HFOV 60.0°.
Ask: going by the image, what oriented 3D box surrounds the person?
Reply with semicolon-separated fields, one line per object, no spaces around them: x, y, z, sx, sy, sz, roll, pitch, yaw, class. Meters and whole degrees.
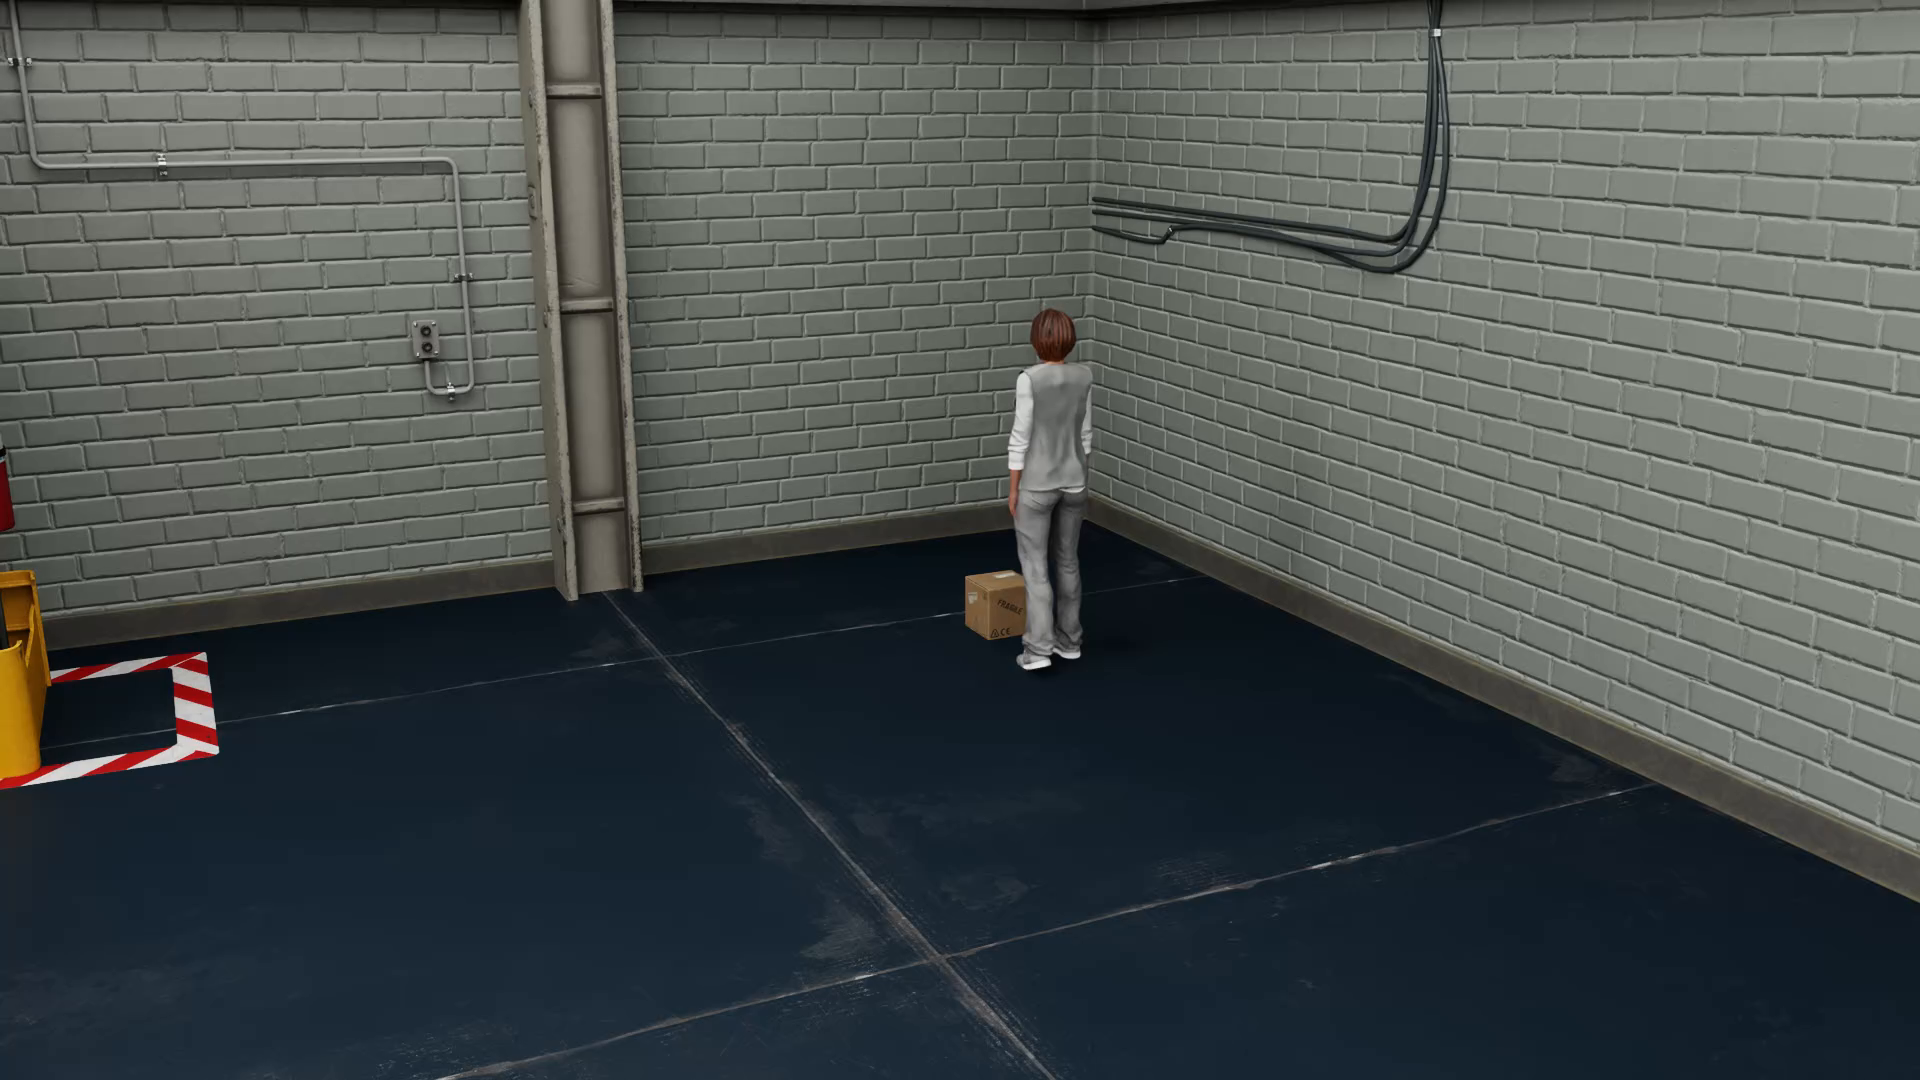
0.391;-0.209;7.355;0.410;1.632;0.364;-7;17;-24;person
